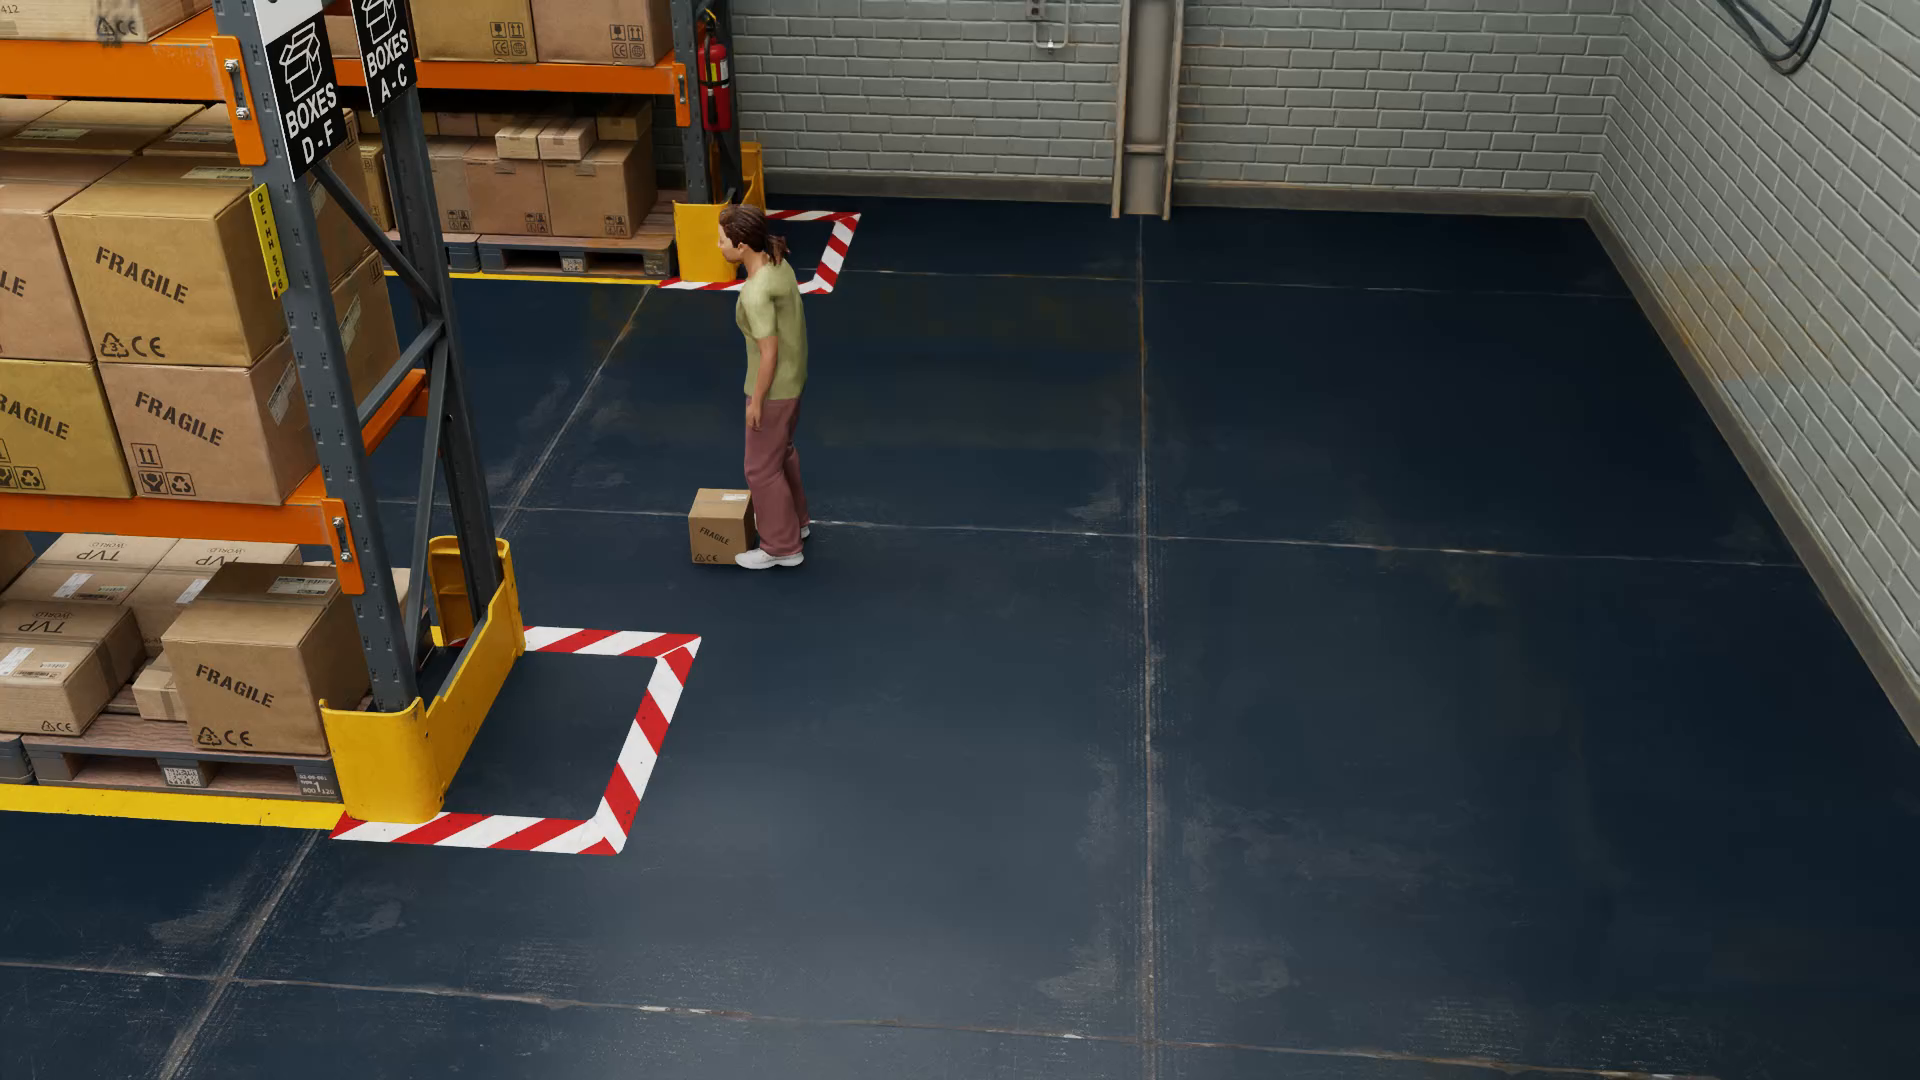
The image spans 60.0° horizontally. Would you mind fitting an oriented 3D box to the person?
[{"bbox_3d":[-0.835,-0.659,7.189,0.356,1.673,0.499,3,32,4],"label":"person"}]
